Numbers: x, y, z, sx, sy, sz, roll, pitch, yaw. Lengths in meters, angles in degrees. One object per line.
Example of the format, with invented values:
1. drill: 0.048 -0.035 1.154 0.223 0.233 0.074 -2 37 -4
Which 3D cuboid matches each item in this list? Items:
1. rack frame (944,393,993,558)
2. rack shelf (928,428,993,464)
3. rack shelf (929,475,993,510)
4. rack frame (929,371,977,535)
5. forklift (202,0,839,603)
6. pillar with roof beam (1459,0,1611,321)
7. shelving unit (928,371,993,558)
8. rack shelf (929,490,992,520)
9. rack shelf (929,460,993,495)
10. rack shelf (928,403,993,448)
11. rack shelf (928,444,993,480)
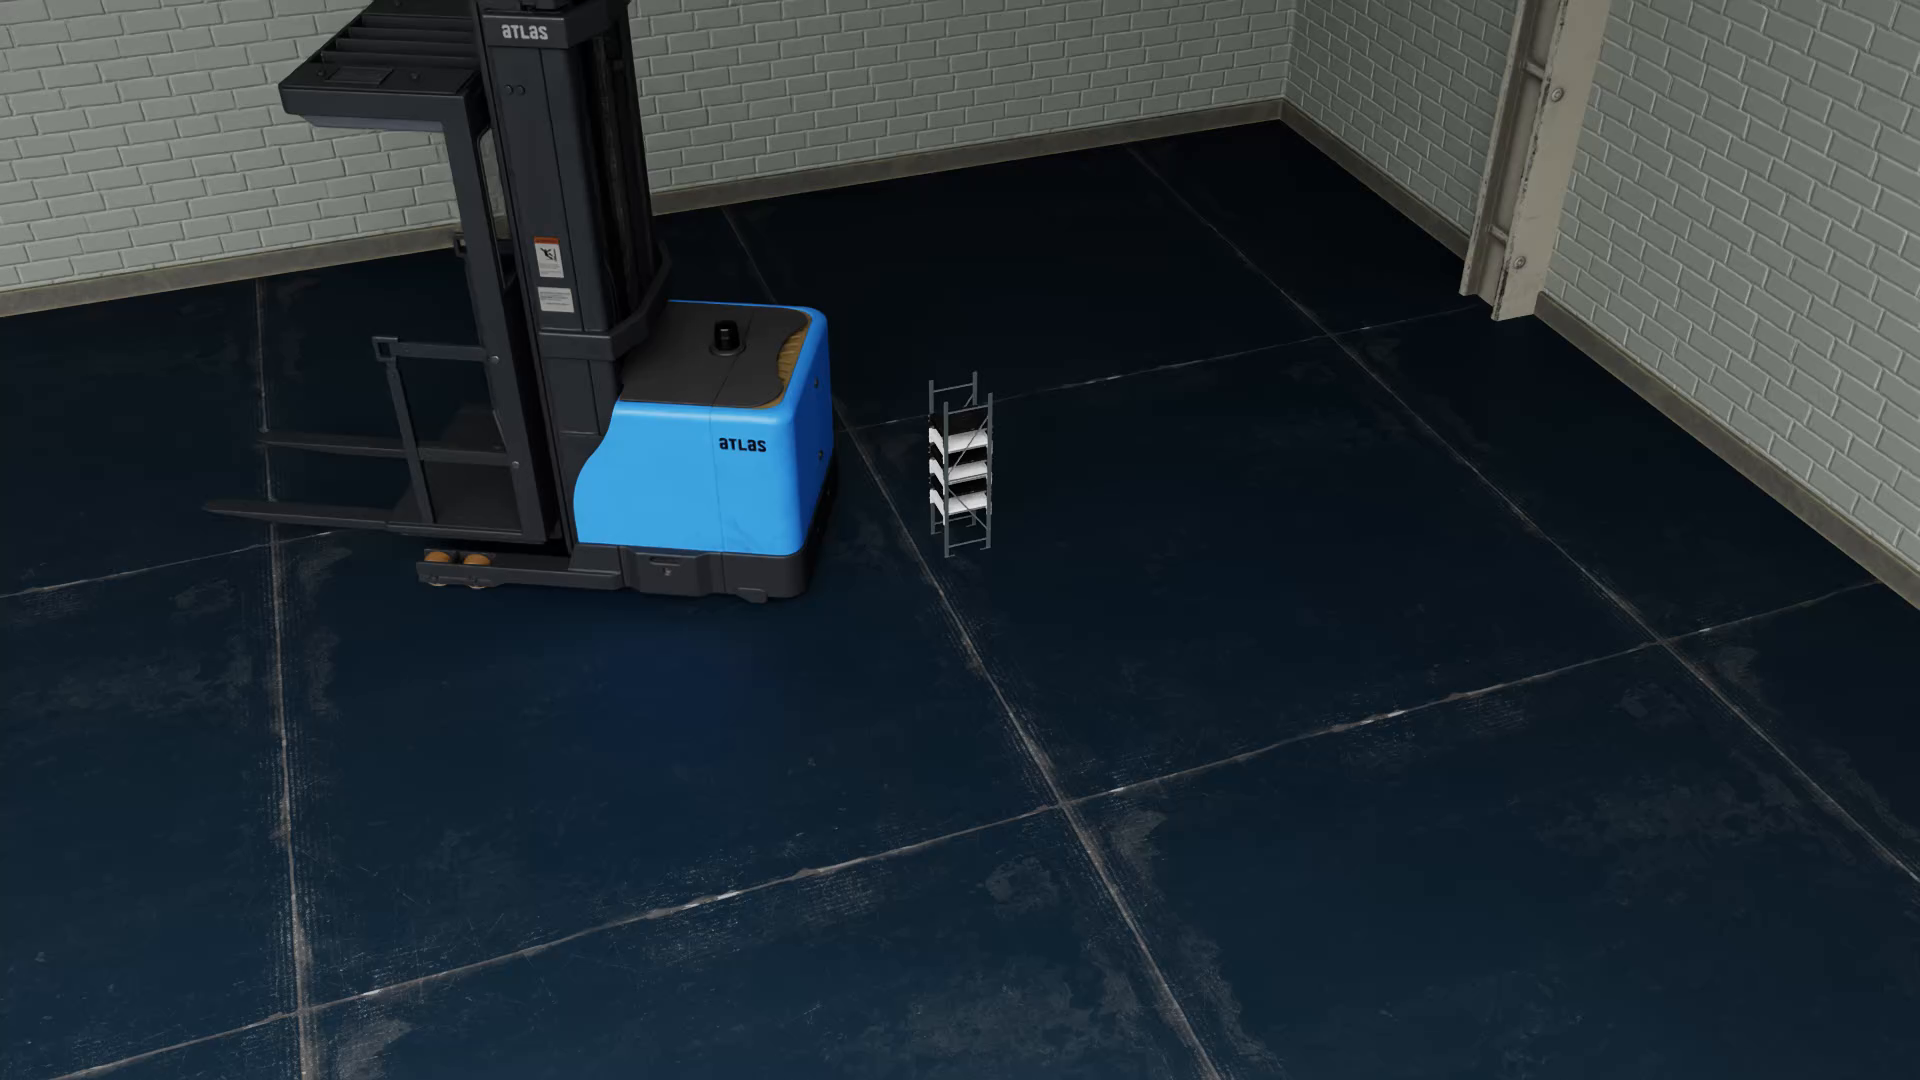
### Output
1. rack frame: 0.038 -0.297 7.957 0.240 0.900 0.006 -12 39 -16
2. rack shelf: 0.003 -0.472 7.945 0.258 0.077 0.200 -12 39 -16
3. rack shelf: 0.003 -0.256 8.108 0.258 0.077 0.200 -12 39 -16
4. rack frame: -0.032 -0.412 8.110 0.240 0.900 0.006 -12 39 -16
5. forklift: -2.178 -1.247 7.530 3.031 2.935 1.130 4 37 5
6. pillar with roof beam: -0.723 -4.171 6.368 9.100 9.000 0.400 -12 39 -16
7. shelving unit: 0.003 -0.355 8.034 0.258 0.900 0.210 -12 39 -16
8. rack shelf: 0.003 -0.184 8.162 0.258 0.077 0.200 -12 39 -16
9. rack shelf: 0.003 -0.328 8.054 0.258 0.077 0.200 -12 39 -16
10. rack shelf: 0.003 -0.544 7.891 0.258 0.077 0.200 -12 39 -16
11. rack shelf: 0.003 -0.400 7.999 0.258 0.077 0.200 -12 39 -16
